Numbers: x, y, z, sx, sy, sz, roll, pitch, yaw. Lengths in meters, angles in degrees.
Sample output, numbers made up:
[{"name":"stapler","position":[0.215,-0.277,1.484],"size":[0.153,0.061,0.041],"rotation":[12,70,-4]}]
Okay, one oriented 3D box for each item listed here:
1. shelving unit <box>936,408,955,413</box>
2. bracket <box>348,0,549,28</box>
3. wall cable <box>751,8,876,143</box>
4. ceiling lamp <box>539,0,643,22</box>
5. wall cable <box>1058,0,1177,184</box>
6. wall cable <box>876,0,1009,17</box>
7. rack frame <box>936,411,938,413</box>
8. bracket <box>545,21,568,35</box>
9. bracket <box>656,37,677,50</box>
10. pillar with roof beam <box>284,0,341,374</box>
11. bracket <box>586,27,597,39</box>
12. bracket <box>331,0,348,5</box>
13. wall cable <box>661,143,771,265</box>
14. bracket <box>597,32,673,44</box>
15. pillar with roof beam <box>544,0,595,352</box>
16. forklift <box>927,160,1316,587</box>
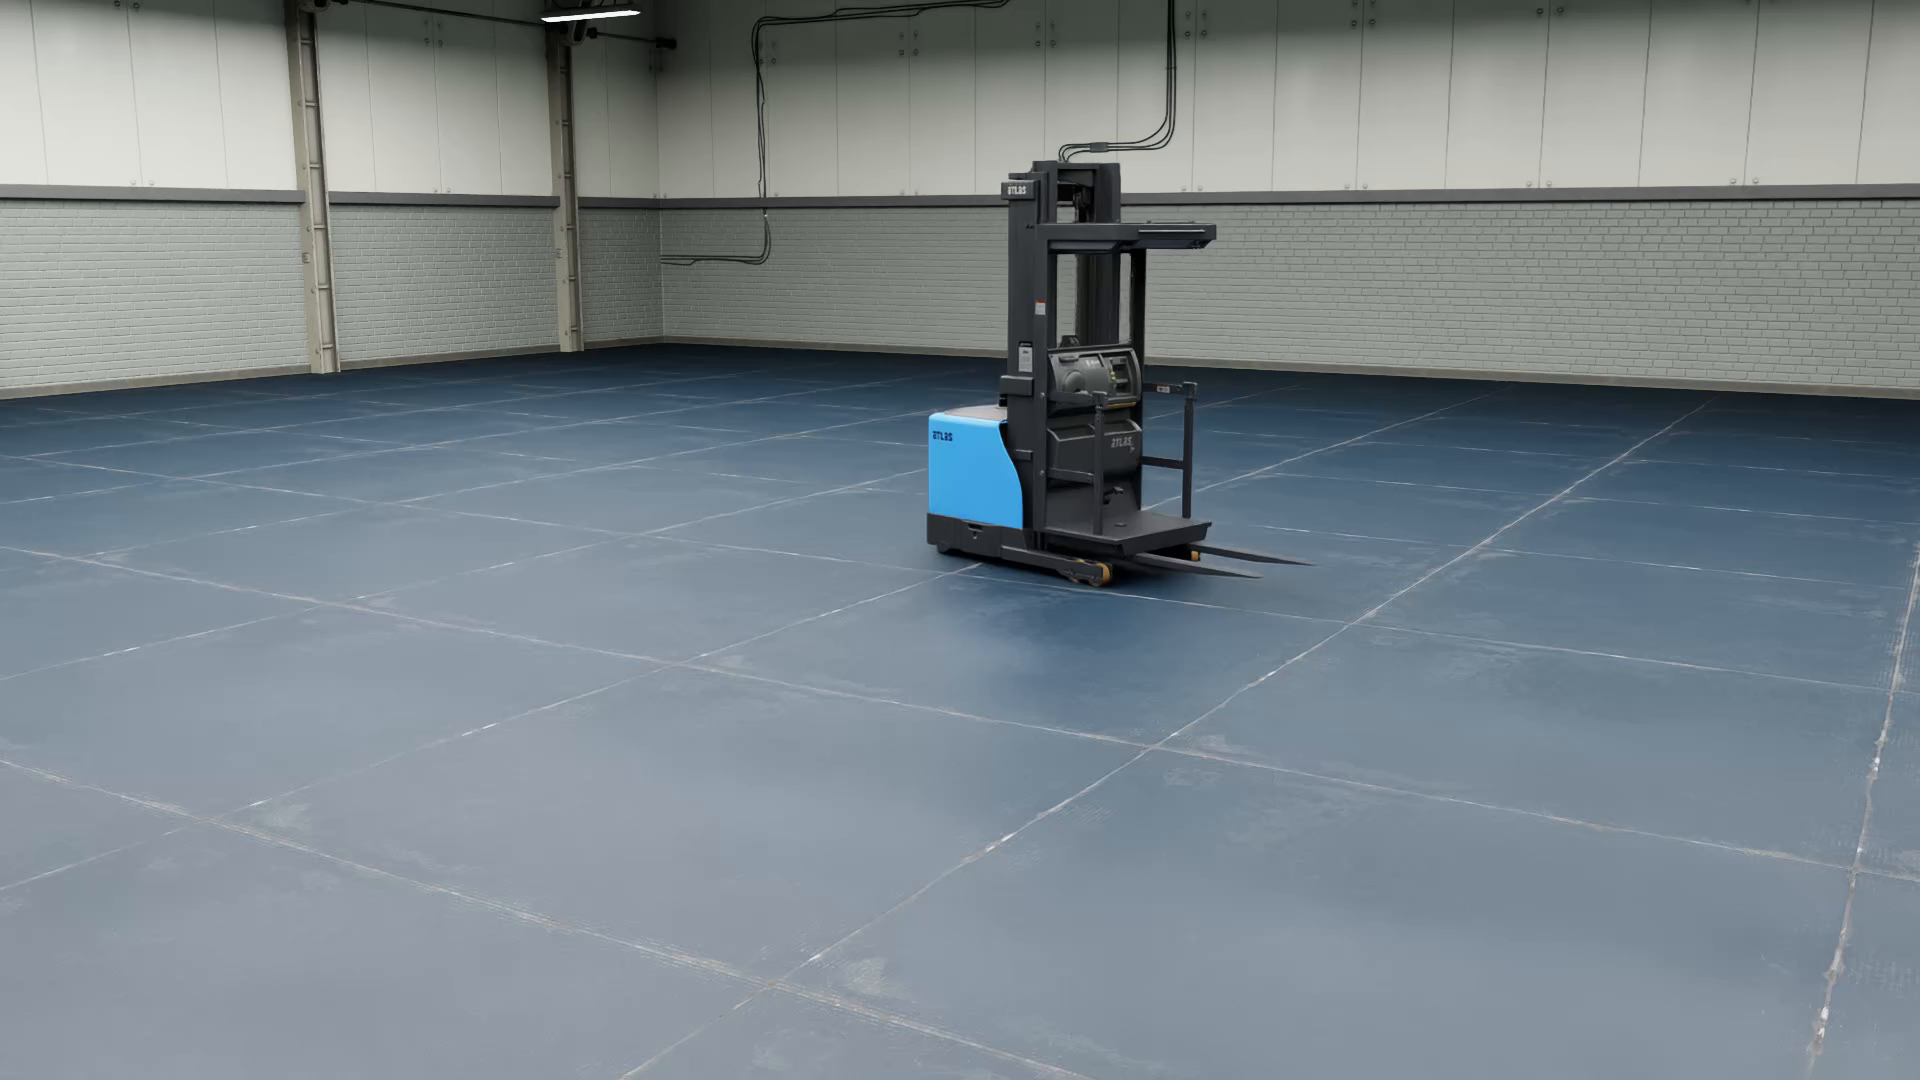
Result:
[{"name":"shelving unit","position":[-0.038,-0.511,13.246],"size":[0.215,1.050,0.252],"rotation":[8,13,35]},{"name":"bracket","position":[-9.192,-9.554,30.166],"size":[0.076,0.066,4.783],"rotation":[6,12,31]},{"name":"wall cable","position":[-2.971,-9.324,33.432],"size":[3.097,2.526,0.112],"rotation":[6,12,31]},{"name":"ceiling lamp","position":[-5.889,-10.097,26.984],"size":[2.000,3.185,0.800],"rotation":[6,12,31]},{"name":"wall cable","position":[2.823,-9.388,29.820],"size":[2.305,6.003,0.169],"rotation":[6,12,31]},{"name":"wall cable","position":[-0.326,-11.264,31.434],"size":[3.097,2.526,0.112],"rotation":[6,12,31]},{"name":"rack frame","position":[-0.109,-0.493,13.148],"size":[0.200,1.050,0.008],"rotation":[8,13,35]},{"name":"bracket","position":[-7.854,-9.959,32.330],"size":[0.235,0.232,0.430],"rotation":[6,12,31]},{"name":"bracket","position":[-6.193,-10.463,35.018],"size":[0.235,0.232,0.430],"rotation":[6,12,31]},{"name":"pillar with roof beam","position":[-7.378,-6.934,25.954],"size":[9.100,9.000,0.548],"rotation":[6,12,31]},{"name":"bracket","position":[-7.424,-10.090,33.028],"size":[0.235,0.232,0.430],"rotation":[6,12,31]},{"name":"bracket","position":[-10.539,-9.146,27.987],"size":[0.235,0.232,0.430],"rotation":[6,12,31]},{"name":"wall cable","position":[-5.283,-7.100,35.277],"size":[3.097,2.526,0.112],"rotation":[6,12,31]},{"name":"bracket","position":[-6.500,-10.370,34.522],"size":[0.076,0.066,3.189],"rotation":[6,12,31]},{"name":"pillar with roof beam","position":[-4.263,-7.878,30.994],"size":[9.100,9.000,0.548],"rotation":[6,12,31]},{"name":"forklift","position":[1.131,-1.220,11.922],"size":[1.130,2.935,3.031],"rotation":[-10,15,-43]}]
